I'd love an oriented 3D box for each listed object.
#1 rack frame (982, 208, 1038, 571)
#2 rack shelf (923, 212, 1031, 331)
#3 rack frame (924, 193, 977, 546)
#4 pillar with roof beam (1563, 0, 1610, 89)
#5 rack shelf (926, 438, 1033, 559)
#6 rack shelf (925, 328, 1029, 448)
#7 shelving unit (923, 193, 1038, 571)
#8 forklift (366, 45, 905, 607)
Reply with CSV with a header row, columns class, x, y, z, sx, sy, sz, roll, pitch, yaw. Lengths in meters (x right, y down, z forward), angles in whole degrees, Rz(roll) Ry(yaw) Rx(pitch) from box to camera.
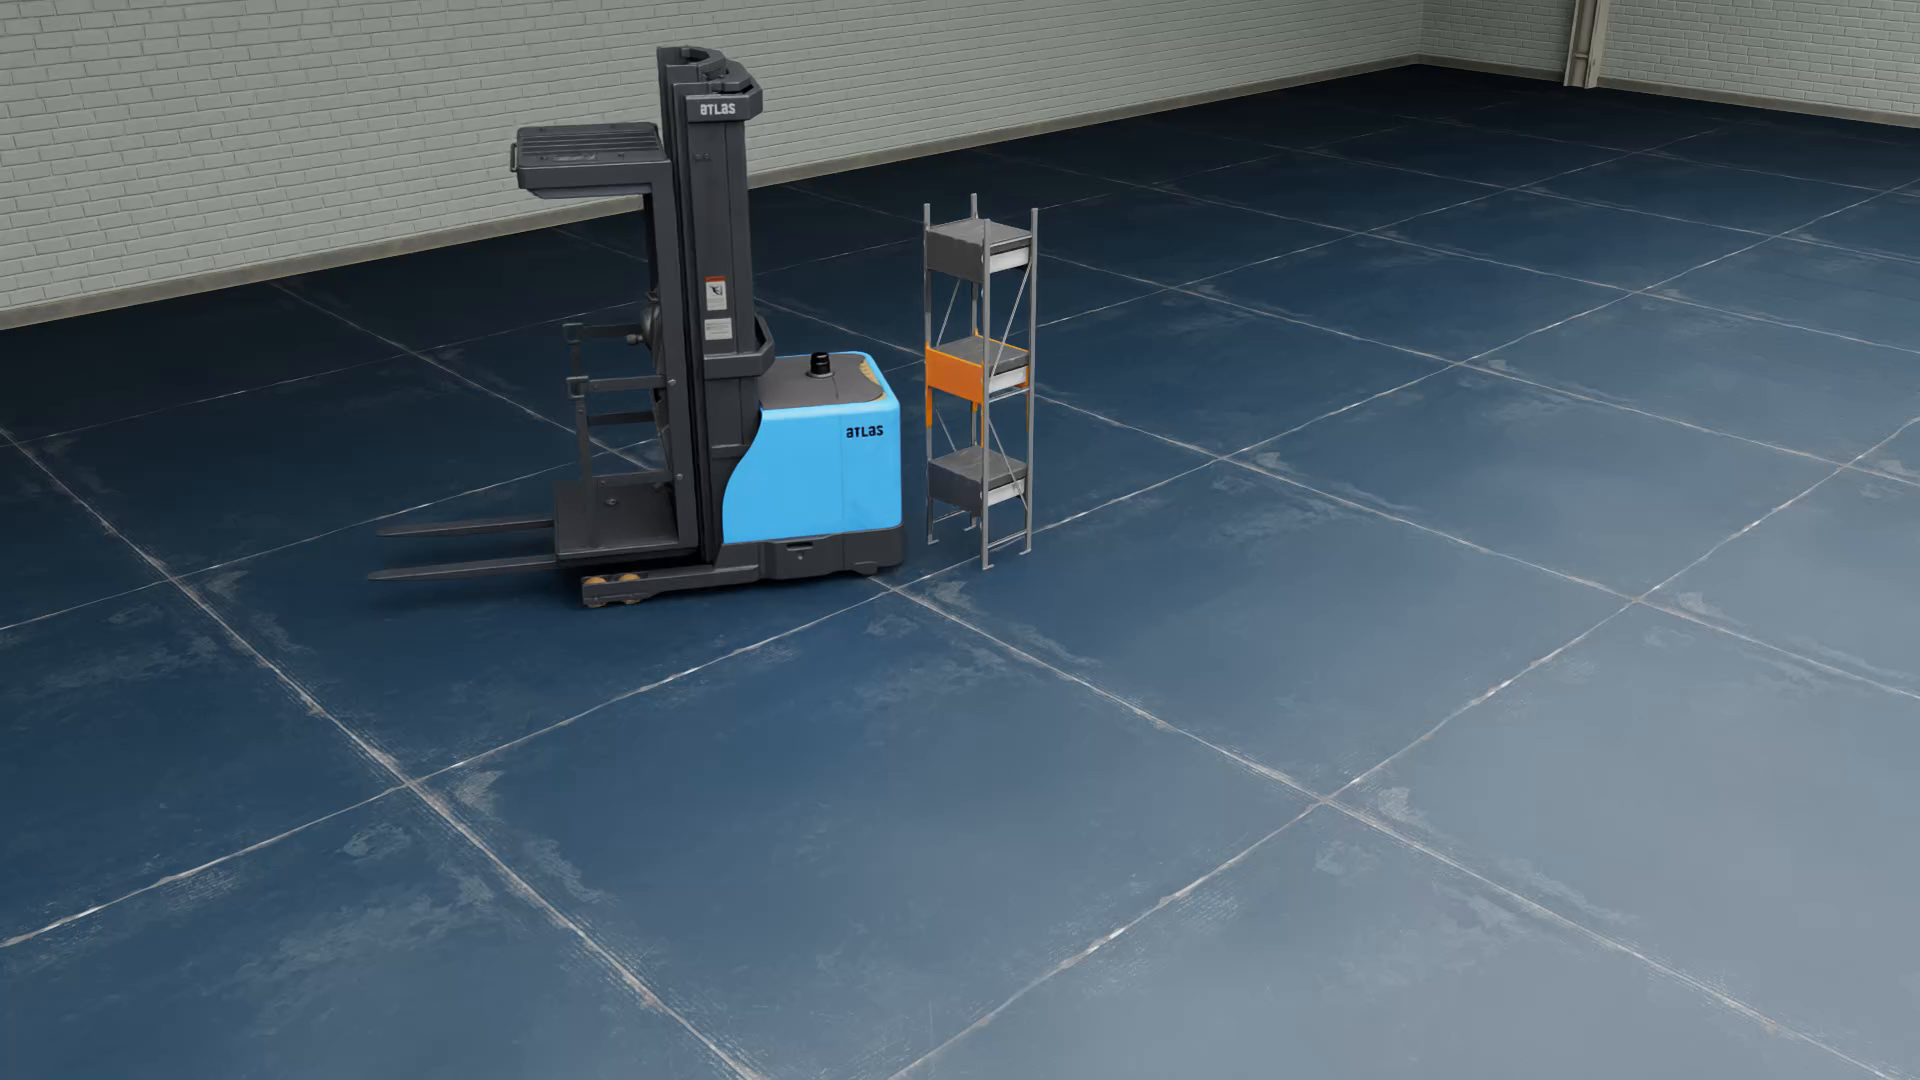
class,x,y,z,sx,sy,sz,roll,pitch,yaw
rack frame,0.280,-0.831,9.542,0.400,2.100,0.015,-21,32,-38
rack shelf,0.113,-1.530,9.419,0.431,0.518,0.480,-21,32,-38
rack frame,-0.054,-0.979,9.866,0.400,2.100,0.015,-21,32,-38
pillar with roof beam,6.379,-9.845,20.988,9.100,9.000,0.400,-21,32,-38
rack shelf,0.113,-0.256,10.000,0.431,0.518,0.480,-21,32,-38
rack shelf,0.113,-0.893,9.710,0.431,0.518,0.480,-21,32,-38
shelving unit,0.113,-0.905,9.704,0.431,2.100,0.503,-21,32,-38
forklift,-1.902,-1.193,9.334,3.031,2.935,1.130,-6,25,-12
